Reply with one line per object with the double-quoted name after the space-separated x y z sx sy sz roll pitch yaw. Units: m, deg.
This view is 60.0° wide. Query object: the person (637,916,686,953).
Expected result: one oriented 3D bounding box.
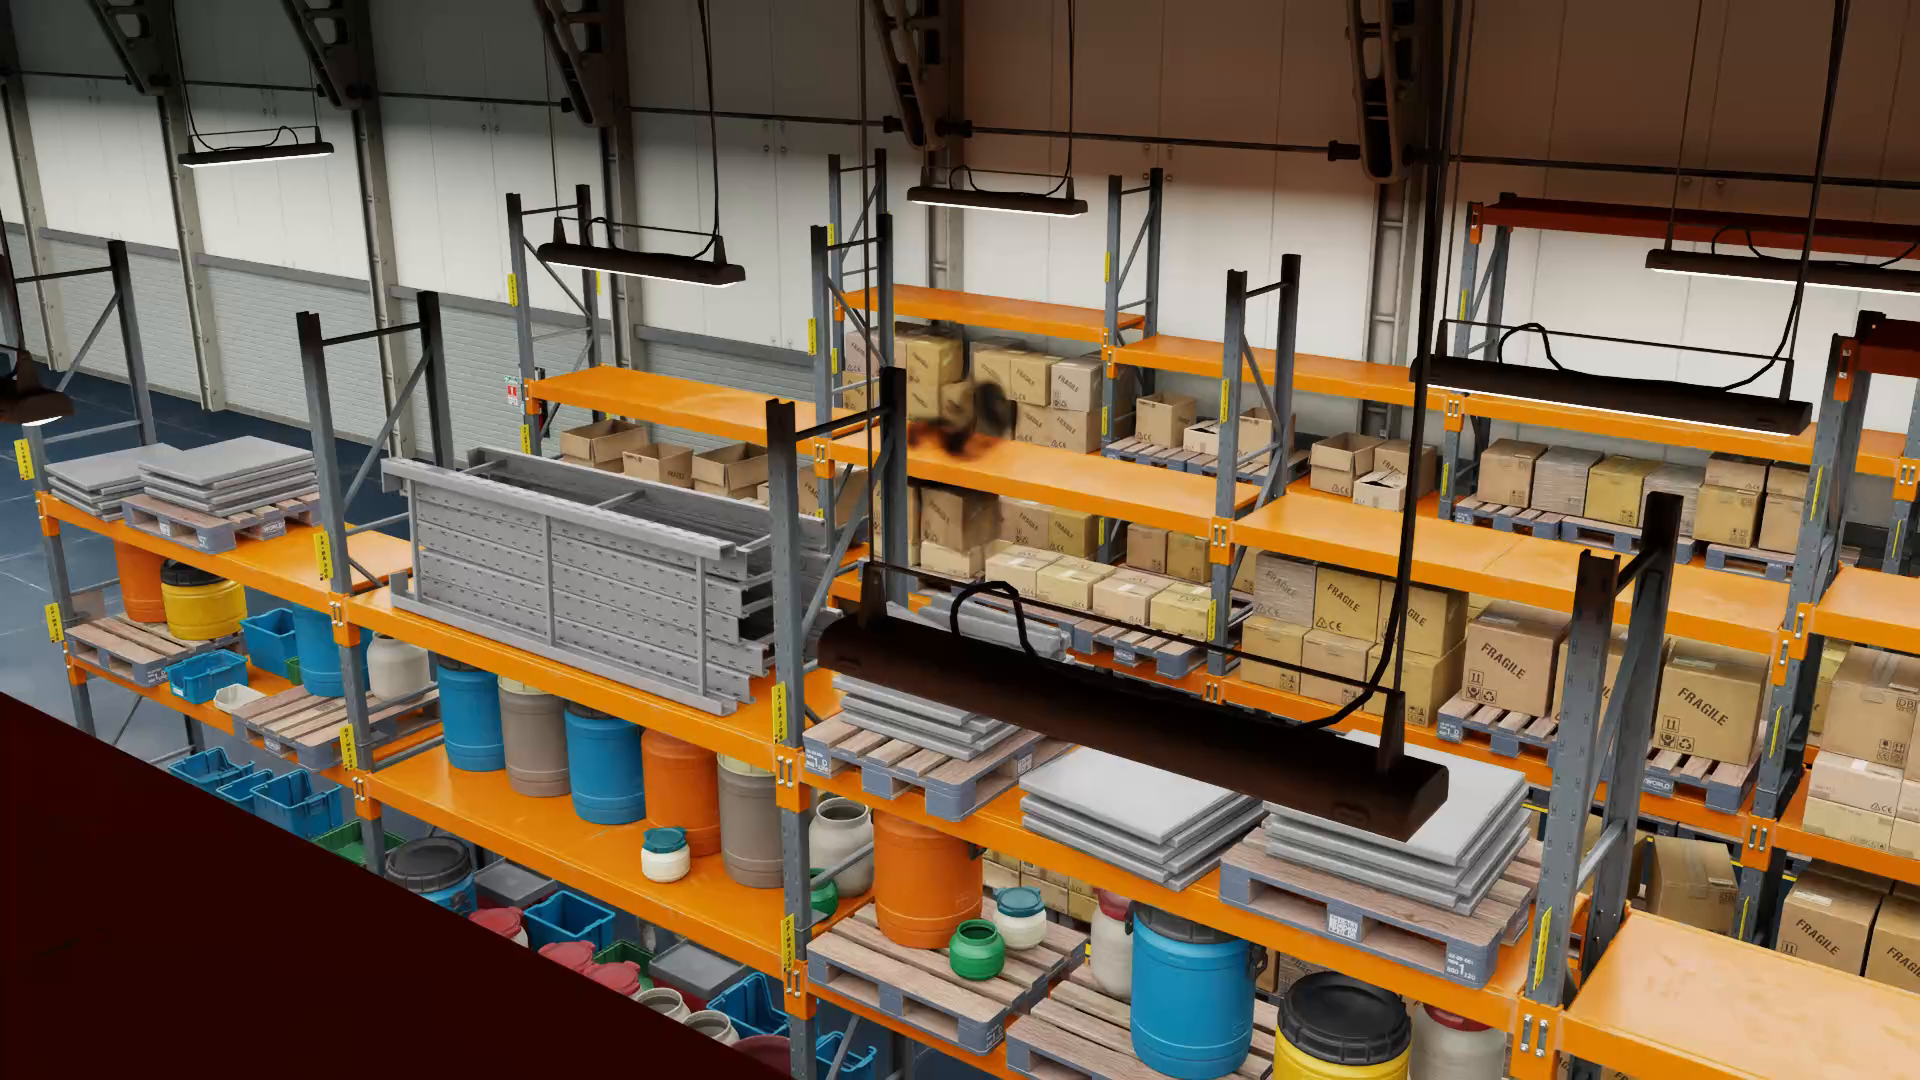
-2.430 2.798 13.321 0.730 1.803 0.594 14 23 36 "person"
